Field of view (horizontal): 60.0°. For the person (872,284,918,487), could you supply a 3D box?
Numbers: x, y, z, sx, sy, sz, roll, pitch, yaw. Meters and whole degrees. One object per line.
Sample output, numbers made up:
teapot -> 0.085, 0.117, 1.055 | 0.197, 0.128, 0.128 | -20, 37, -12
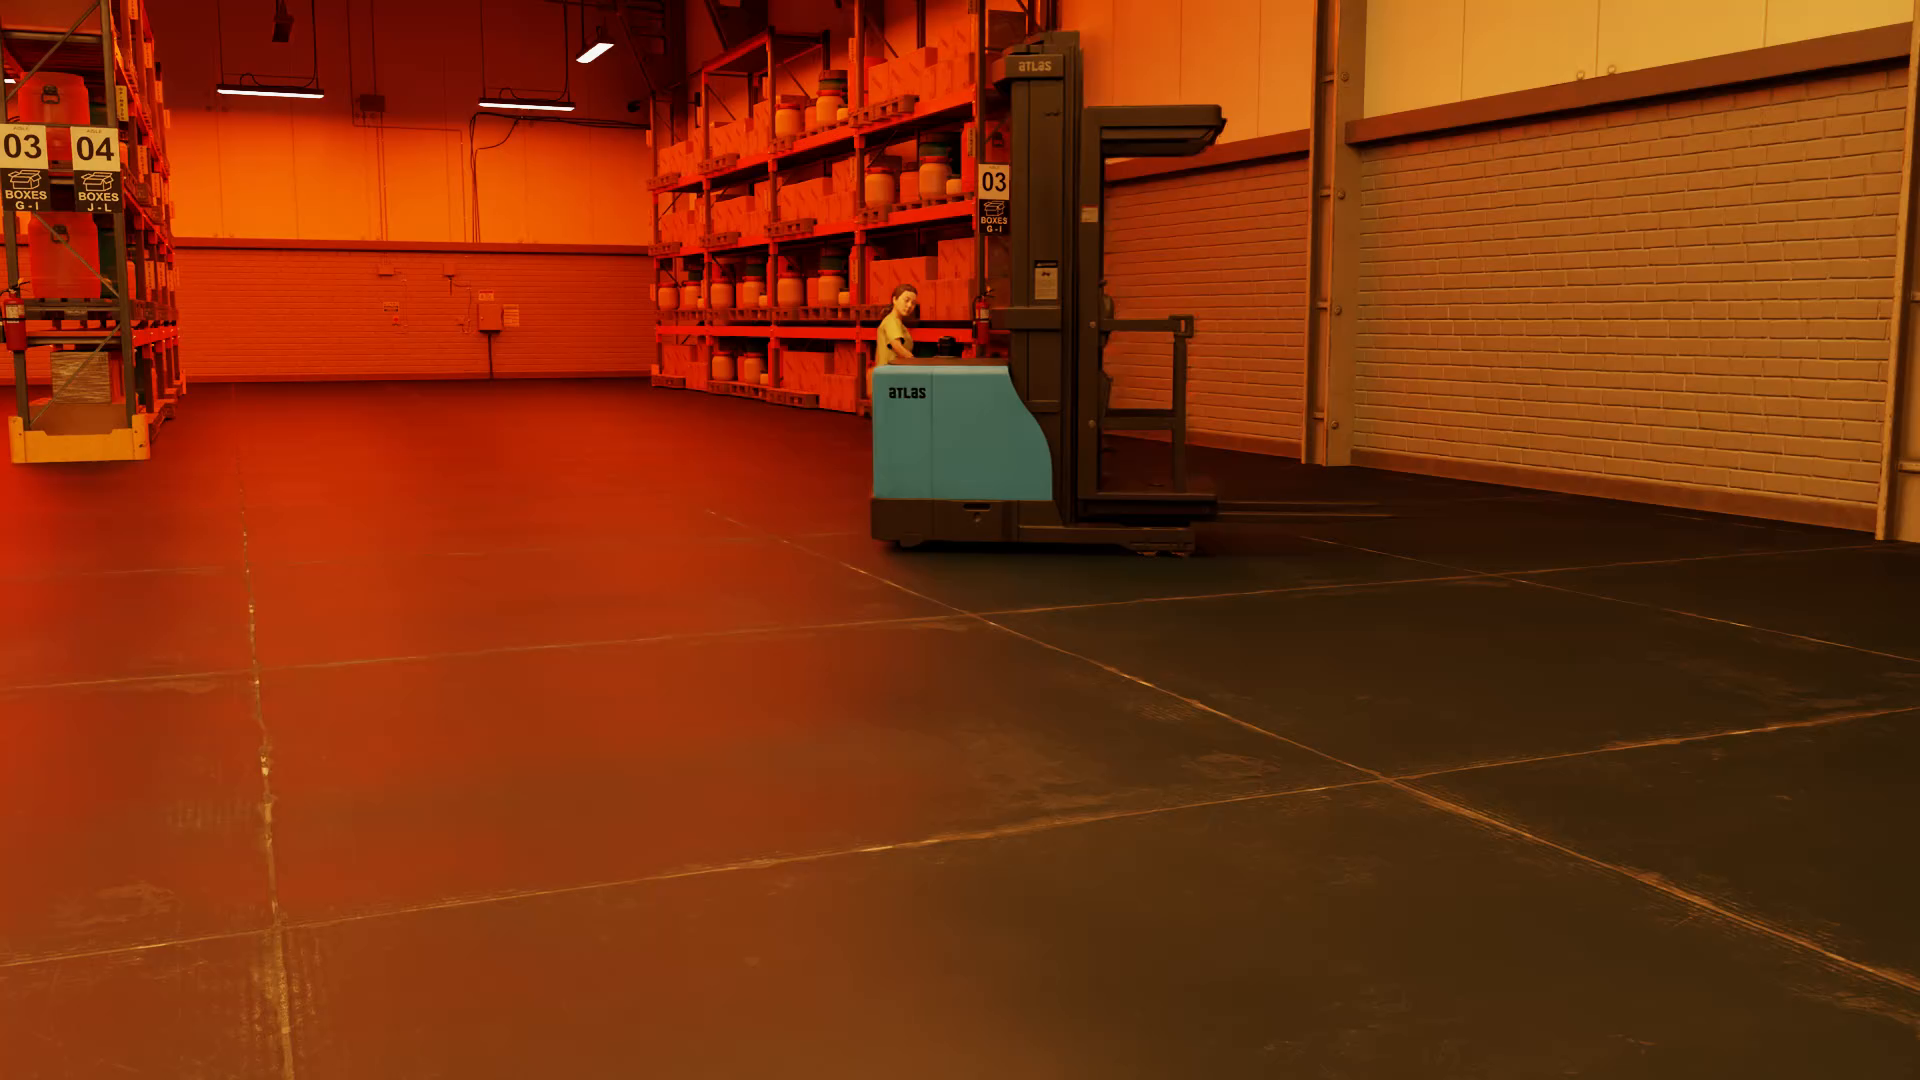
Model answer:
person -> -0.410, -1.080, 12.306 | 0.488, 1.618, 0.692 | -2, 8, -17

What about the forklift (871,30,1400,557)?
forklift -> 1.032, -1.430, 9.784 | 3.031, 2.935, 1.130 | 1, 8, 6
